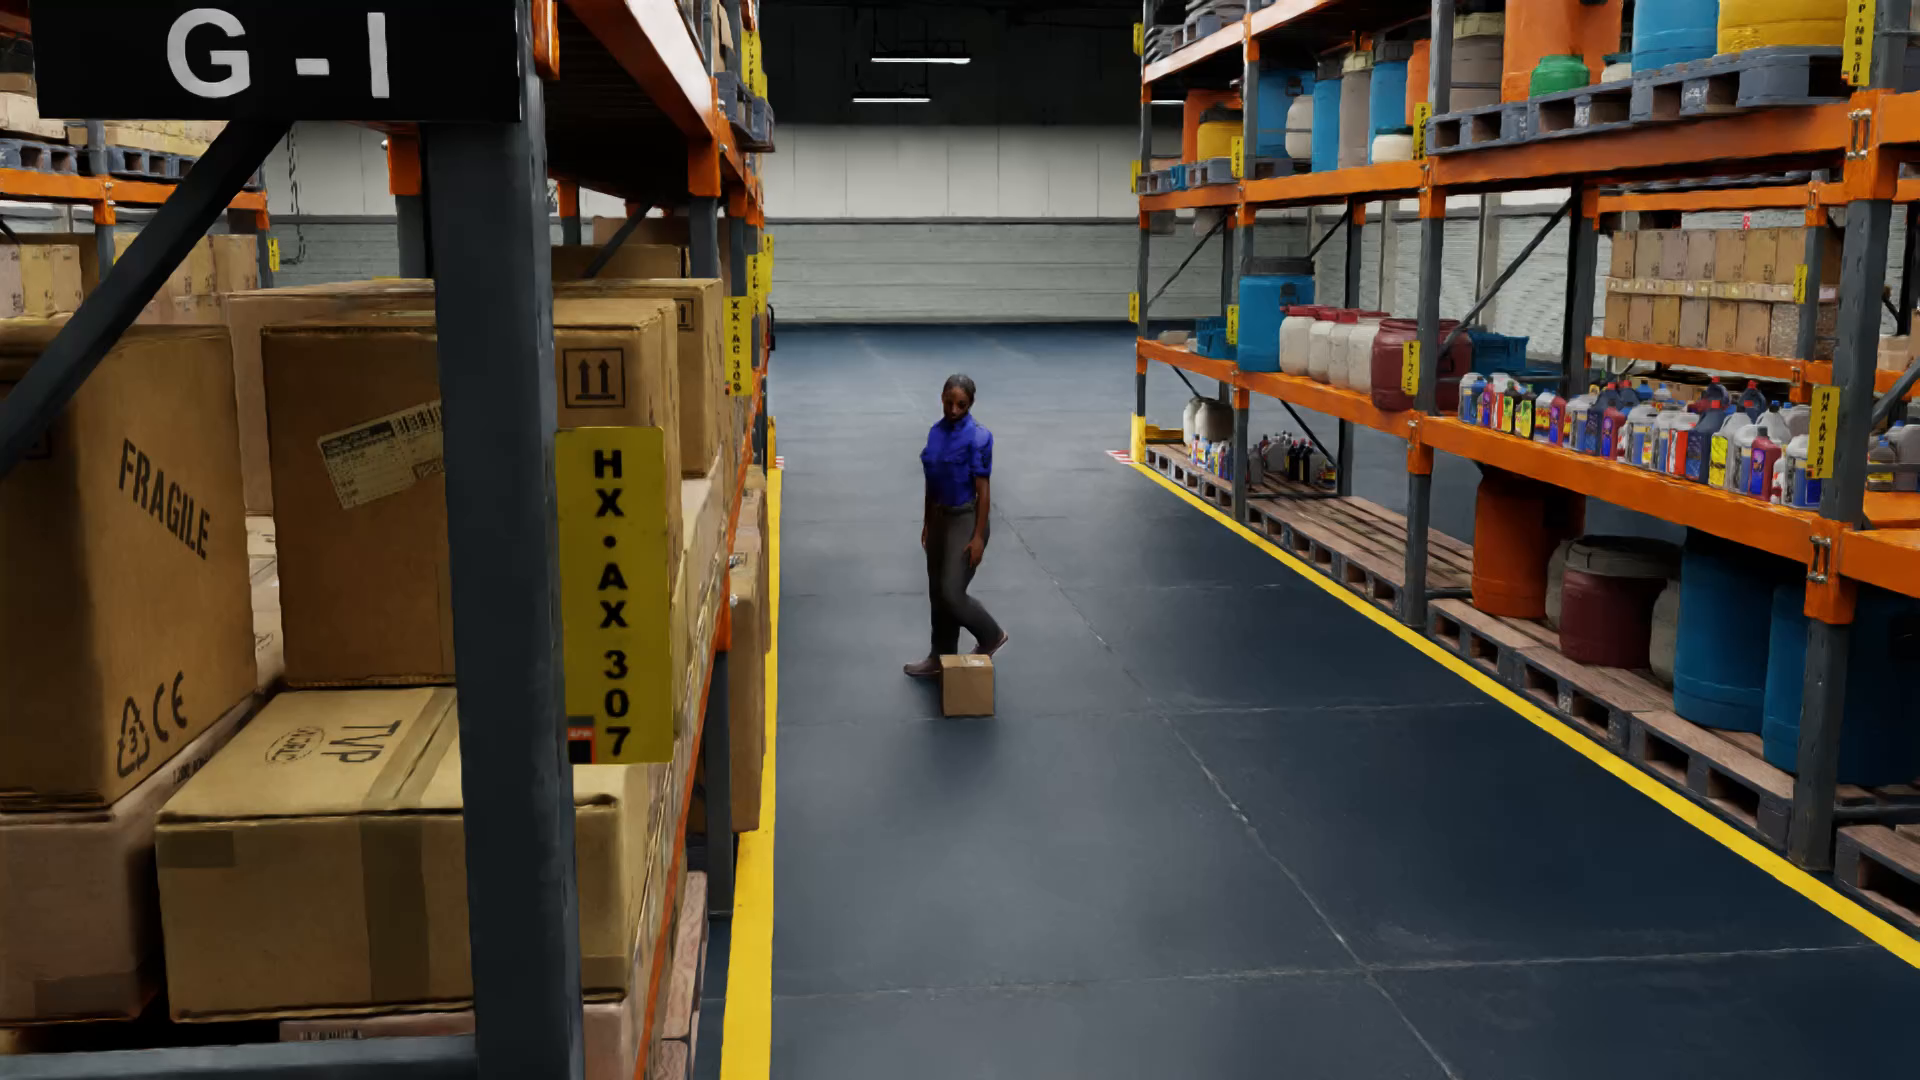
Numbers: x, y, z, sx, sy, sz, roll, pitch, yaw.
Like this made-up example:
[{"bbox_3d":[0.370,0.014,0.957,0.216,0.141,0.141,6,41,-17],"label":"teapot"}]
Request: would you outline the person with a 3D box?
[{"bbox_3d":[-0.002,-0.064,8.731,0.475,1.639,0.549,-8,13,-37],"label":"person"}]
